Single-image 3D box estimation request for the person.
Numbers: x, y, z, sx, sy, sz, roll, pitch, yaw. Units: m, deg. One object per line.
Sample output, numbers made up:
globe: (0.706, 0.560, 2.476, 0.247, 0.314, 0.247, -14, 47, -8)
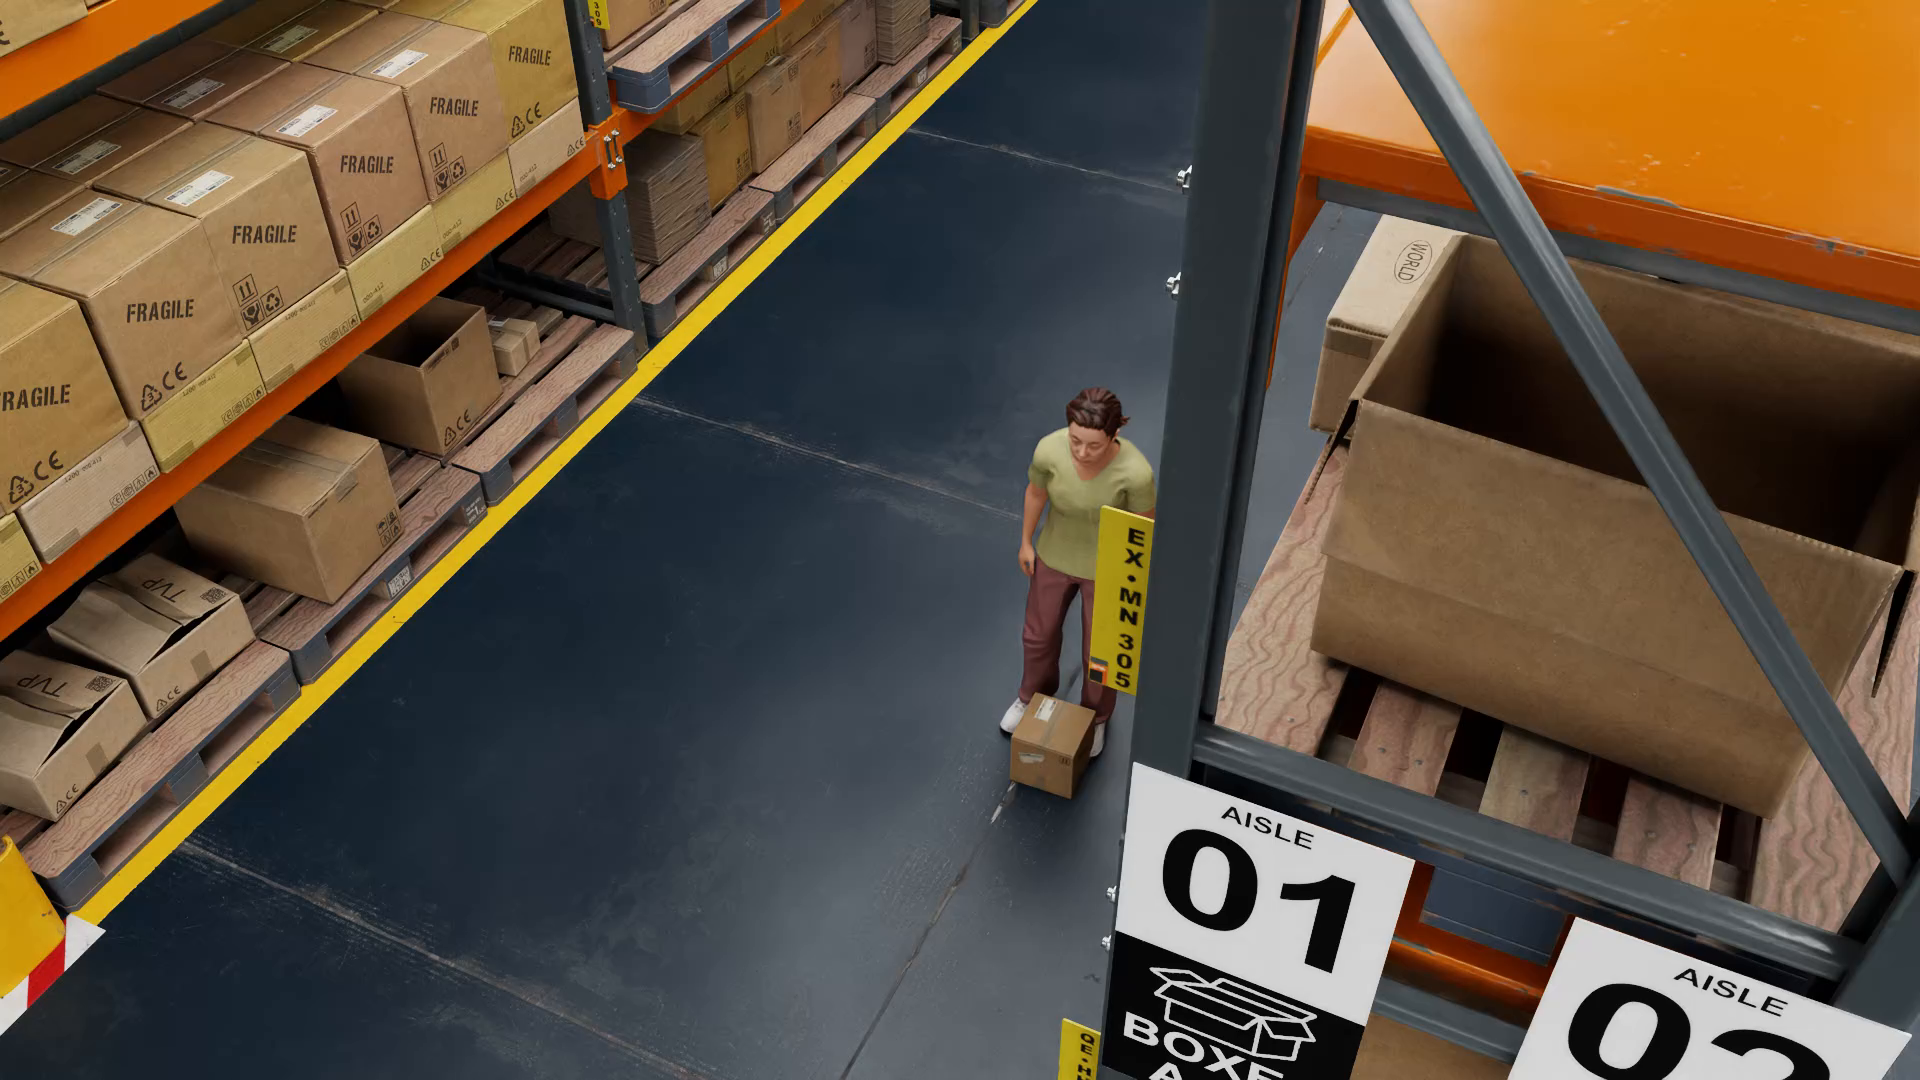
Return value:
person: (0.443, 0.101, 6.053, 0.504, 1.667, 0.361, 15, 44, 16)
